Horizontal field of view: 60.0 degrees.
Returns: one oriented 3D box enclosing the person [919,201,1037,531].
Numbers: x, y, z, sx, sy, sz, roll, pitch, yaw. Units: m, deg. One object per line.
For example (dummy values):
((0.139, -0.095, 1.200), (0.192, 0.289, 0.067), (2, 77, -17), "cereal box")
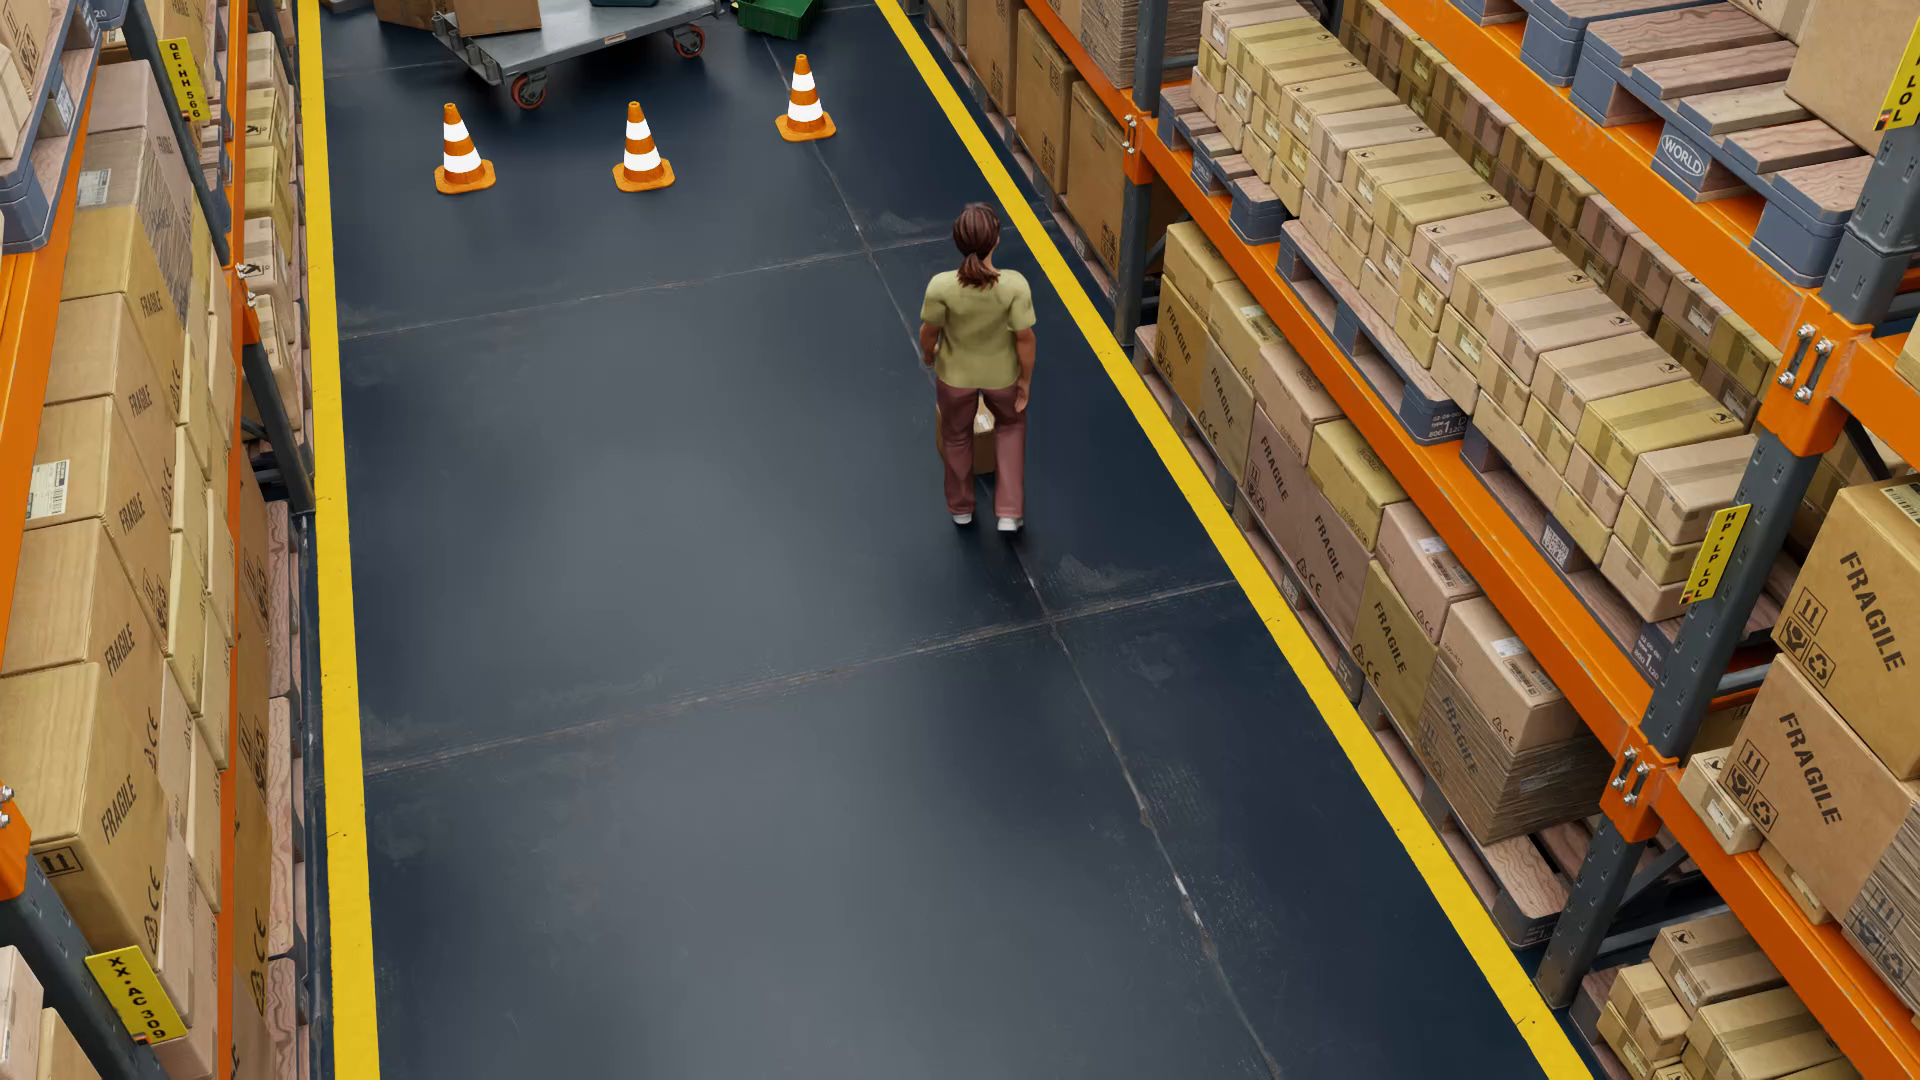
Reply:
((0.067, -0.696, 6.921), (0.467, 1.697, 0.529), (-1, 42, -2), "person")
